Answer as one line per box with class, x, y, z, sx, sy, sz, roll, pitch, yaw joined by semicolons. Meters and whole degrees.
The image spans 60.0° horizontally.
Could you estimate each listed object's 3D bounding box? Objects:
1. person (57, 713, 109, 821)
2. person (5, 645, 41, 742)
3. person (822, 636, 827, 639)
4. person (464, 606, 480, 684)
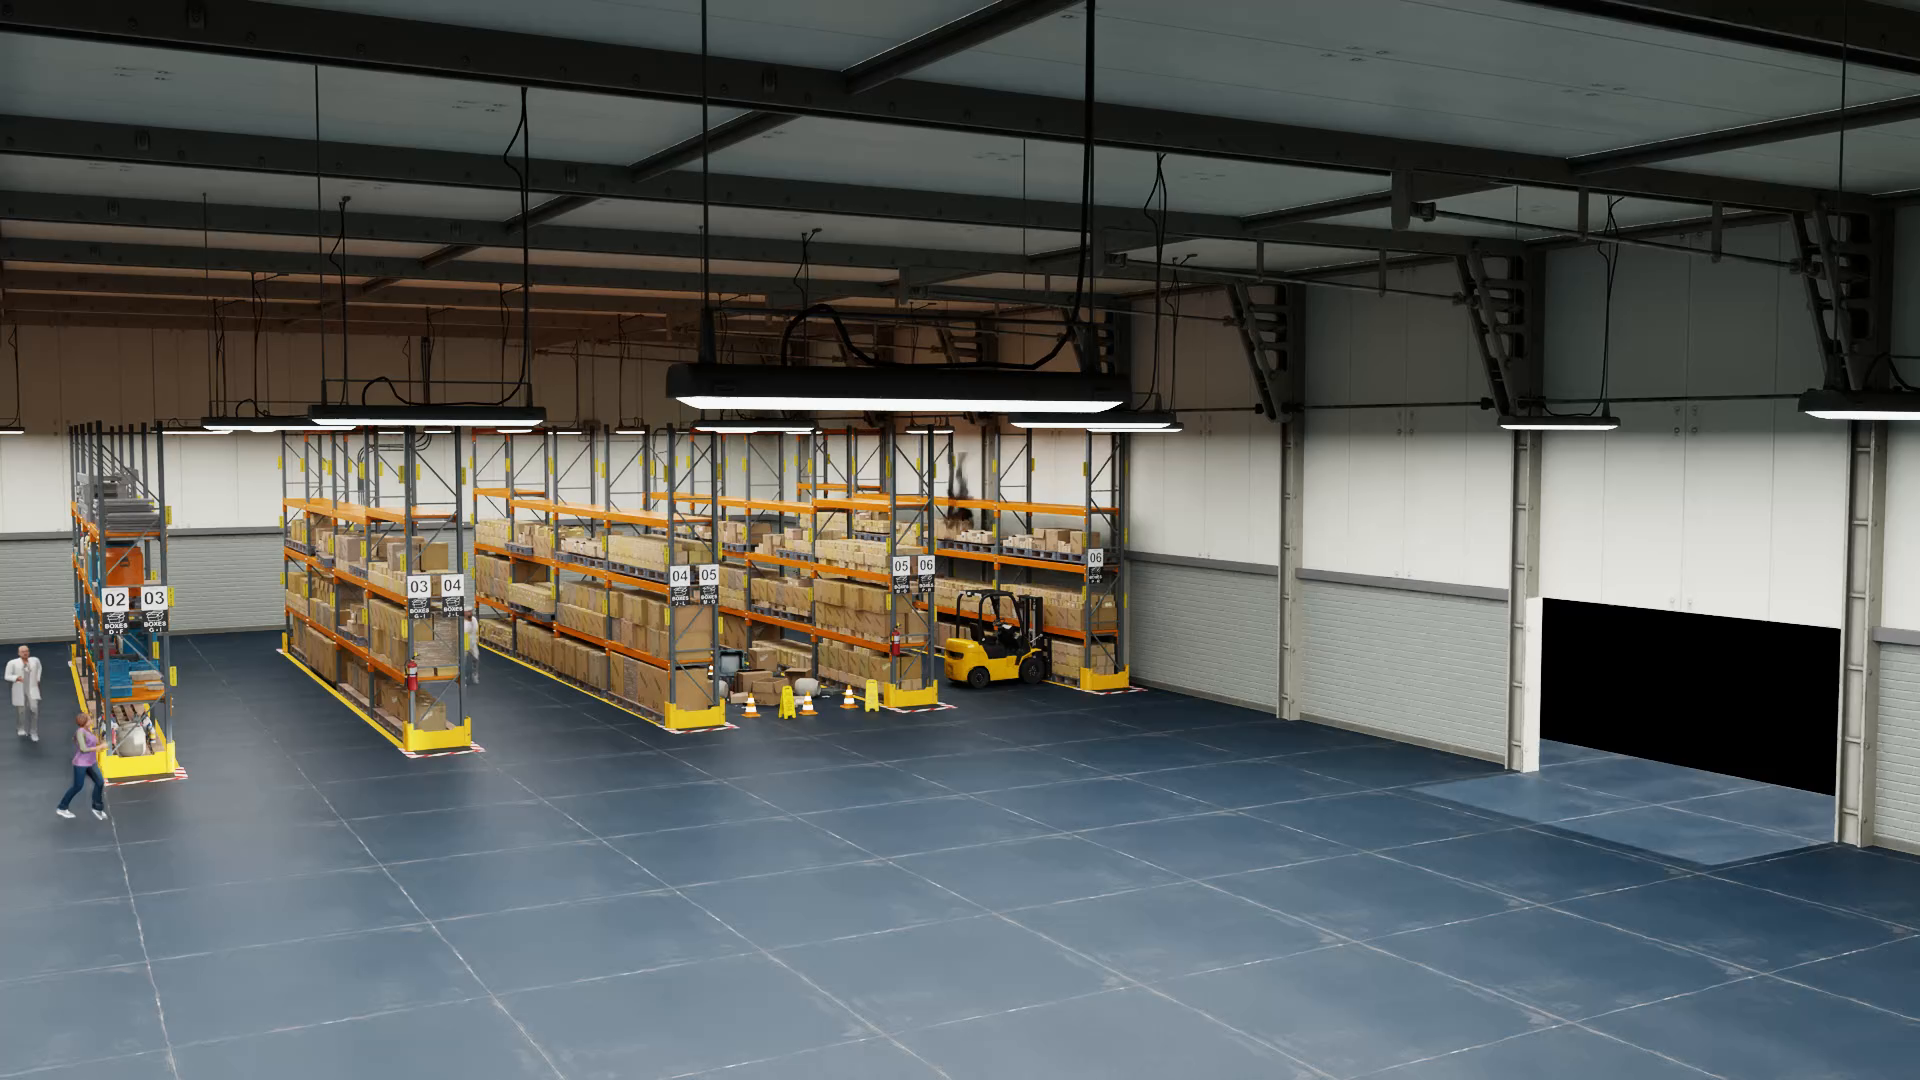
person;-13.059;3.408;24.779;0.756;1.642;0.509;0;4;-5
person;-17.678;2.900;31.418;0.640;1.835;0.908;-2;4;-34
person;-3.362;2.208;43.433;0.581;1.693;0.846;-2;4;-28
person;-11.486;2.453;38.750;0.644;1.849;0.779;-3;5;-43
